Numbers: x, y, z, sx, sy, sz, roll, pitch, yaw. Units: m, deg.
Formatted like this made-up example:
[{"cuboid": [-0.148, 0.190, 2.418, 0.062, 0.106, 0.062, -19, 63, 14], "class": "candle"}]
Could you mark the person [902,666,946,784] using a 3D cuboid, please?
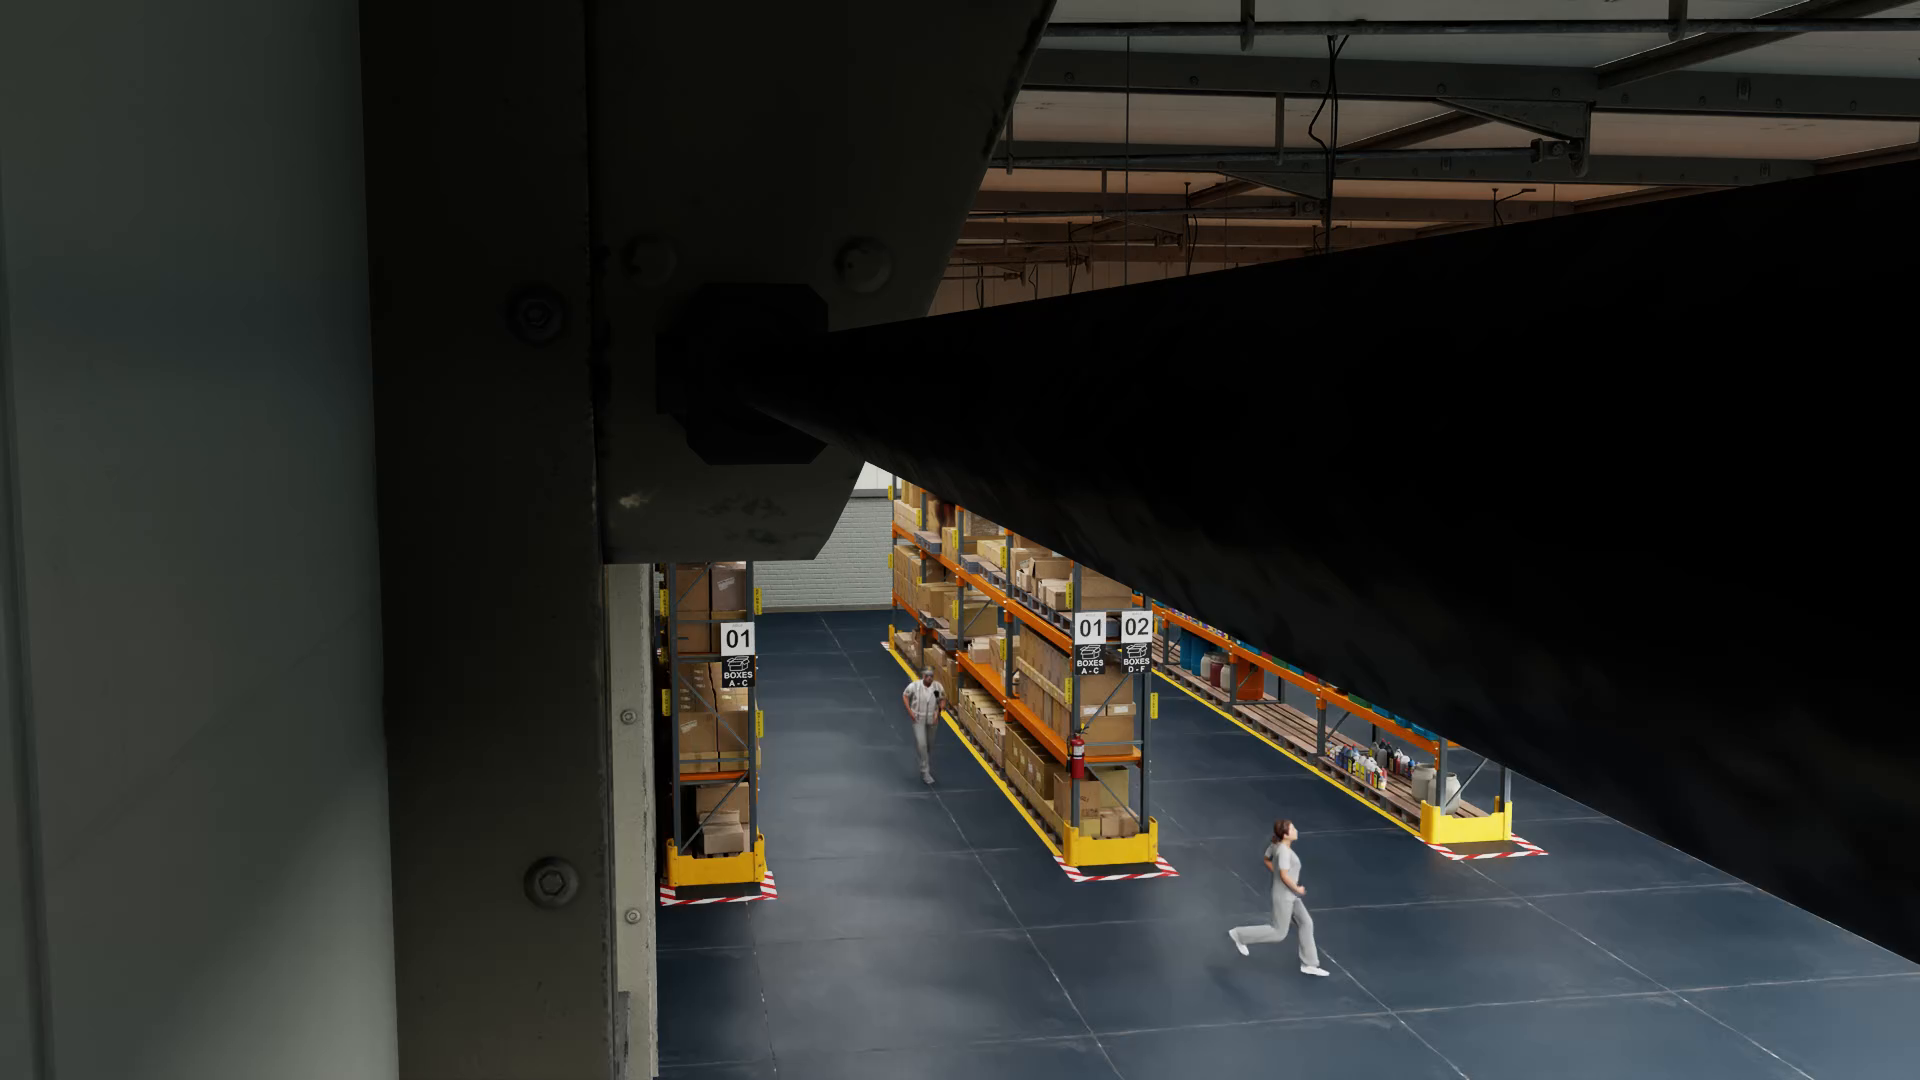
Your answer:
[{"cuboid": [-0.545, 2.730, 25.269, 0.668, 1.763, 0.983, -1, 6, -11], "class": "person"}]

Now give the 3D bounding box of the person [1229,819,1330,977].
[{"cuboid": [3.305, 3.688, 17.141, 1.029, 1.655, 0.544, 1, 6, 10], "class": "person"}]
